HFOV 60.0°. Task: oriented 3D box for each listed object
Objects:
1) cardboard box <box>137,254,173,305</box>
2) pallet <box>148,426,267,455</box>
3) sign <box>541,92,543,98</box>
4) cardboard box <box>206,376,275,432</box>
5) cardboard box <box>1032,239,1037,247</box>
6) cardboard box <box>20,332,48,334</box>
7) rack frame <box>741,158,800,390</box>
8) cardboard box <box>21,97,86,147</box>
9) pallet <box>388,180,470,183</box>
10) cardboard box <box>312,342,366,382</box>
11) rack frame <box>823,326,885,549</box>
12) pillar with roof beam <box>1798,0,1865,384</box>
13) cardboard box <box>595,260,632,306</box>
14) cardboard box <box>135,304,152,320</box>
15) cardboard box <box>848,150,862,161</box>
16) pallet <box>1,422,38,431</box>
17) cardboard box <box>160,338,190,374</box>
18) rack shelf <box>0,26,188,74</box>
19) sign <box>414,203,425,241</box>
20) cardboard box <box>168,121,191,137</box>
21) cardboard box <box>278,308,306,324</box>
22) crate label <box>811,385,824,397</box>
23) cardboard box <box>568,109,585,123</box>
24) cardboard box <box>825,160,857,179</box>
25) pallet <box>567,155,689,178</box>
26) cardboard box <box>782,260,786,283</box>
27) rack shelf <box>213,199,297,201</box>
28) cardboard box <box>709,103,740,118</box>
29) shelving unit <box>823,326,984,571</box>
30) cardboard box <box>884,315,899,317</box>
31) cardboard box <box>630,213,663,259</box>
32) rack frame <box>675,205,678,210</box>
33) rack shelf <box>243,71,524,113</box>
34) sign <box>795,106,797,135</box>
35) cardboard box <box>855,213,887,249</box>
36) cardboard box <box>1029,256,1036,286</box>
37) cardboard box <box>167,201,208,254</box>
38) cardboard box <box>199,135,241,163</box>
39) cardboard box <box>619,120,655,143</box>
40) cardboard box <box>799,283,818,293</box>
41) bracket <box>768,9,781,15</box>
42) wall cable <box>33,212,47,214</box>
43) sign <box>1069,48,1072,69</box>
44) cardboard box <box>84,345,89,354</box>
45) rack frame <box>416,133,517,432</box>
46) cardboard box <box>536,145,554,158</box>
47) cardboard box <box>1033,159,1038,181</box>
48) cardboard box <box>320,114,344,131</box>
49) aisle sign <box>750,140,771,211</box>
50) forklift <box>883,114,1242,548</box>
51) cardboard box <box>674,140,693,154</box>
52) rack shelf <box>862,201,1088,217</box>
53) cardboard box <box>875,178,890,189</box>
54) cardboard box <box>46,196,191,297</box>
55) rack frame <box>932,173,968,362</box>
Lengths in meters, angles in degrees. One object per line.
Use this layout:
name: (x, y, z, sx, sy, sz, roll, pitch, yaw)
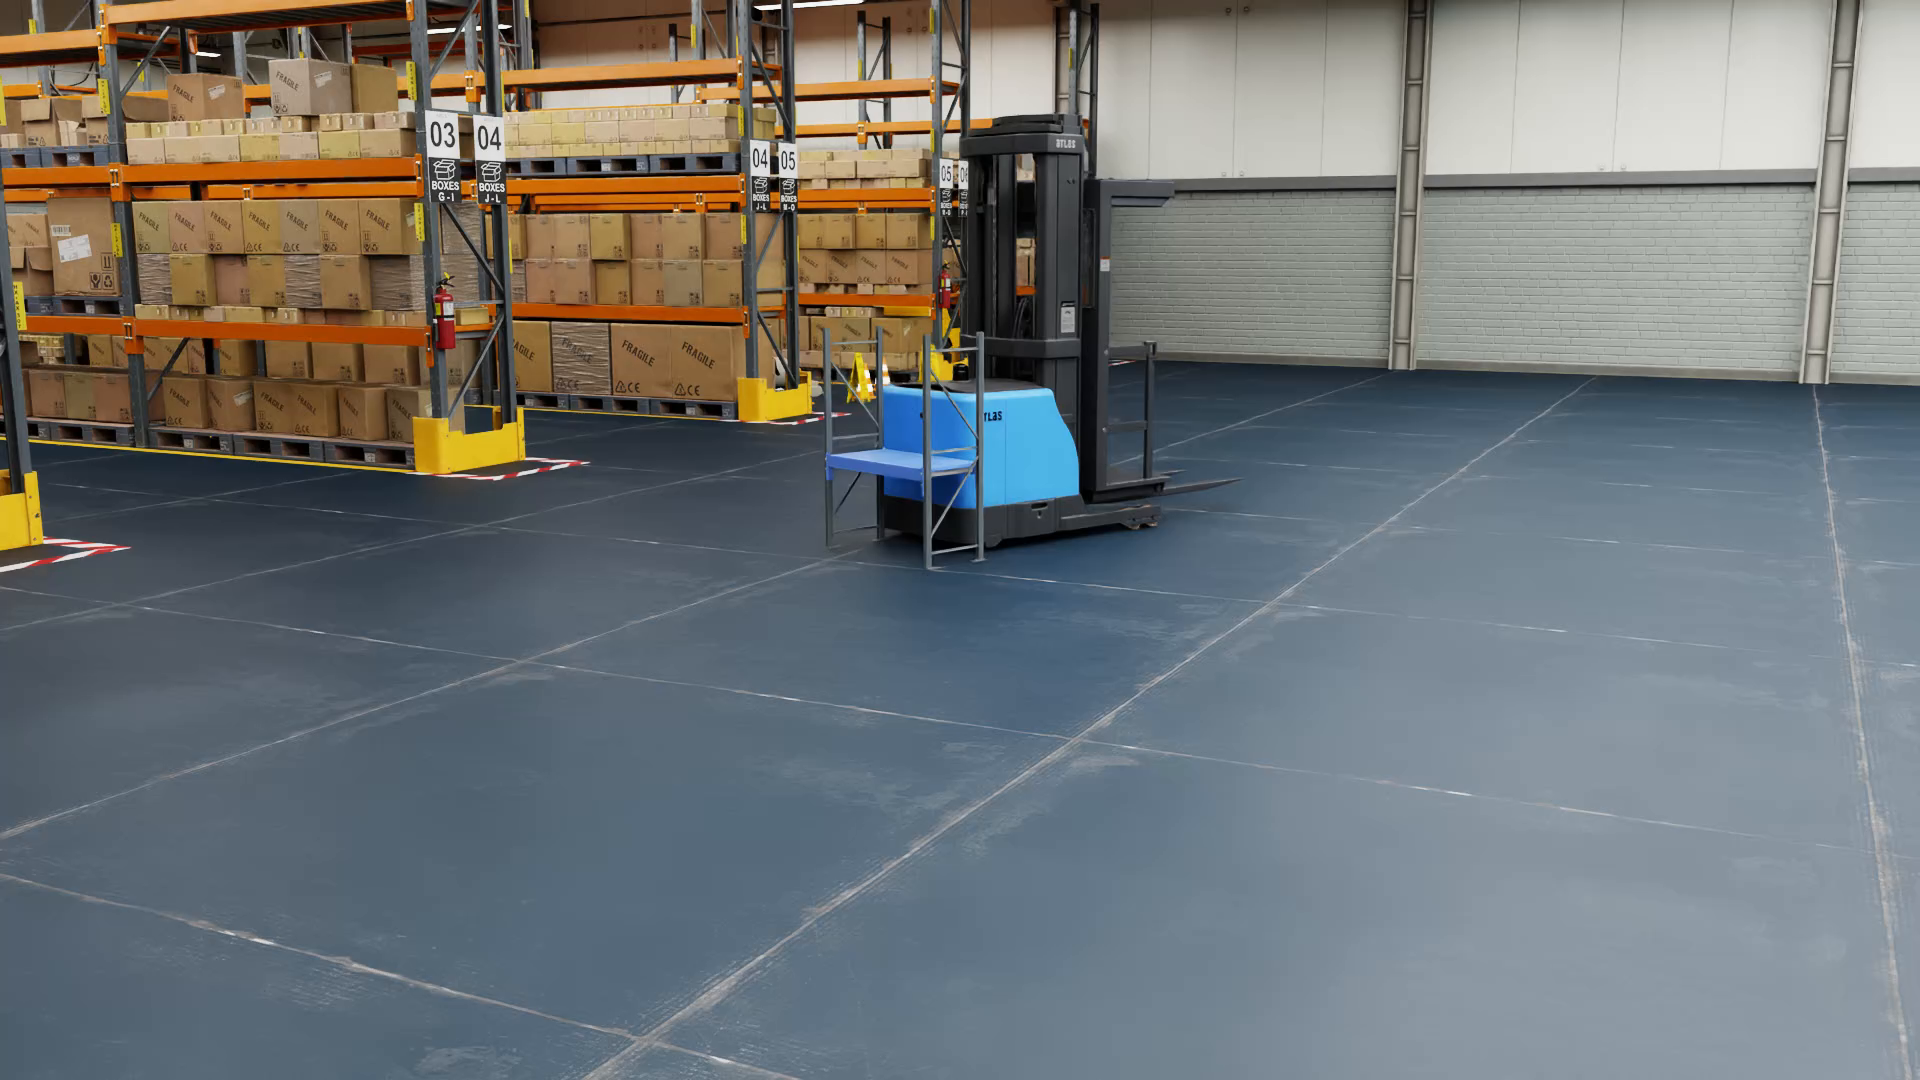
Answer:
cardboard box: (-7.718, -2.635, 16.748, 0.500, 0.500, 0.875, 5, 11, 26)
pallet: (-7.476, -1.065, 17.021, 1.213, 0.211, 1.003, 5, 11, 26)
sign: (-8.450, -9.069, 33.505, 0.005, 0.325, 0.100, 5, 11, 26)
cardboard box: (-7.236, -1.379, 16.767, 0.500, 0.500, 0.500, 10, 14, 44)
cardboard box: (1.421, -5.069, 28.376, 0.250, 0.149, 0.380, 5, 11, 26)
cardboard box: (-14.387, -3.157, 25.908, 0.250, 0.149, 0.380, 5, 11, 23)
rack frame: (-2.222, -2.953, 19.625, 0.127, 3.000, 1.000, 5, 11, 26)
cardboard box: (-9.317, -4.345, 17.422, 0.637, 0.503, 0.797, 6, 12, 28)
pallet: (-6.653, -4.715, 21.473, 1.217, 0.209, 0.805, 5, 11, 24)
cardboard box: (-8.104, -2.553, 22.549, 0.750, 0.750, 1.050, 5, 11, 27)
rack frame: (-0.726, -0.707, 11.425, 0.500, 1.500, 0.032, -9, 14, -42)
pillar with roof beam: (10.702, -6.063, 19.960, 0.400, 9.000, 9.100, 5, 11, 26)
cardboard box: (-4.018, -3.188, 20.503, 0.500, 0.550, 0.875, 5, 11, 26)
cardboard box: (-8.035, -2.296, 16.697, 0.250, 0.149, 0.380, 5, 11, 26)
cardboard box: (-1.428, -5.568, 24.118, 0.250, 0.149, 0.380, 5, 11, 26)
pallet: (-10.981, -1.366, 18.683, 1.213, 0.211, 1.003, 5, 11, 26)
cardboard box: (-11.047, -2.651, 23.795, 0.500, 0.500, 0.500, 4, 11, 23)
rack shelf: (-9.888, -5.043, 17.470, 4.000, 0.370, 1.077, 5, 11, 26)
sign: (-4.771, -2.807, 14.680, 0.005, 0.325, 0.100, 5, 11, 26)
cardboard box: (-7.436, -3.973, 16.138, 0.250, 0.149, 0.380, 5, 11, 26)
cardboard box: (-6.246, -2.136, 15.817, 0.250, 0.149, 0.380, 5, 11, 26)
crate label: (-1.997, -2.019, 22.501, 0.298, 0.136, 0.250, -1, 10, -4)
cardboard box: (-4.491, -5.086, 19.994, 0.250, 0.149, 0.380, 5, 11, 26)
cardboard box: (-1.618, -5.378, 24.184, 0.500, 0.250, 0.500, 5, 12, 27)
pallet: (-3.990, -4.538, 20.210, 1.213, 0.211, 1.003, 5, 11, 26)
cardboard box: (-2.533, -4.106, 24.878, 0.500, 0.500, 0.500, 5, 11, 25)
rack shelf: (-12.677, -5.977, 29.930, 4.000, 0.370, 1.077, 5, 11, 26)
cardboard box: (-2.674, -4.926, 19.111, 0.250, 0.149, 0.380, 5, 11, 26)
shelving unit: (-0.383, -0.640, 11.056, 0.538, 1.500, 1.048, -9, 14, -42)
cardboard box: (-1.216, -3.124, 25.007, 0.500, 0.500, 0.500, 5, 11, 24)
cardboard box: (-3.514, -3.688, 20.233, 0.550, 0.550, 0.875, 5, 11, 26)
rack frame: (-5.104, -5.175, 31.903, 0.127, 3.000, 1.000, 5, 11, 26)
rack shelf: (-7.603, -5.827, 21.803, 4.000, 0.370, 1.077, 5, 11, 26)
sign: (-1.971, -4.987, 19.761, 0.005, 0.325, 0.100, 5, 11, 26)
cardboard box: (-1.128, -4.486, 24.170, 0.500, 0.500, 0.700, 5, 11, 26)
cardboard box: (1.513, -4.591, 28.393, 0.500, 0.500, 0.500, 5, 11, 25)
cardboard box: (-7.354, -3.057, 16.273, 0.500, 0.500, 0.500, 5, 11, 26)
cardboard box: (-6.887, -3.728, 15.907, 0.500, 0.250, 0.500, 5, 11, 24)
cardboard box: (-3.683, -4.831, 19.703, 0.500, 0.250, 0.500, 5, 11, 25)
cardboard box: (-2.188, -3.750, 24.731, 0.250, 0.149, 0.380, 5, 11, 26)
bracket: (-3.321, -9.850, 30.782, 0.430, 0.232, 0.235, 5, 11, 26)
wall cable: (-18.921, -6.181, 34.605, 0.122, 1.984, 0.588, 5, 11, 26)
sign: (1.818, -7.910, 27.322, 0.005, 0.325, 0.100, 5, 11, 26)
cardboard box: (-13.167, -2.929, 25.480, 0.250, 0.149, 0.380, 6, 12, 28)
rack frame: (-4.507, -2.169, 15.293, 0.127, 3.000, 1.000, 5, 11, 26)
cardboard box: (-4.952, -4.734, 20.287, 0.250, 0.149, 0.380, 5, 11, 25)
cardboard box: (1.566, -6.322, 28.075, 0.500, 0.500, 0.500, 5, 12, 28)
cardboard box: (-5.605, -3.799, 15.176, 0.250, 0.149, 0.380, 5, 11, 26)
aisle sign: (-2.291, -4.179, 19.098, 0.004, 0.787, 0.394, 5, 11, 26)
forklift: (0.859, -1.580, 12.230, 3.031, 2.935, 1.130, -8, 13, -39)
cardboard box: (-3.126, -4.574, 19.402, 0.250, 0.149, 0.380, 5, 11, 27)
rack shelf: (0.277, -5.824, 29.087, 4.000, 0.370, 1.077, 5, 11, 26)
cardboard box: (-1.027, -5.128, 23.927, 0.250, 0.149, 0.380, 5, 12, 28)
cardboard box: (-8.745, -3.071, 17.413, 1.000, 1.000, 1.000, 5, 11, 26)
rack frame: (-0.122, -3.752, 24.038, 0.127, 3.000, 1.000, 5, 11, 26)
